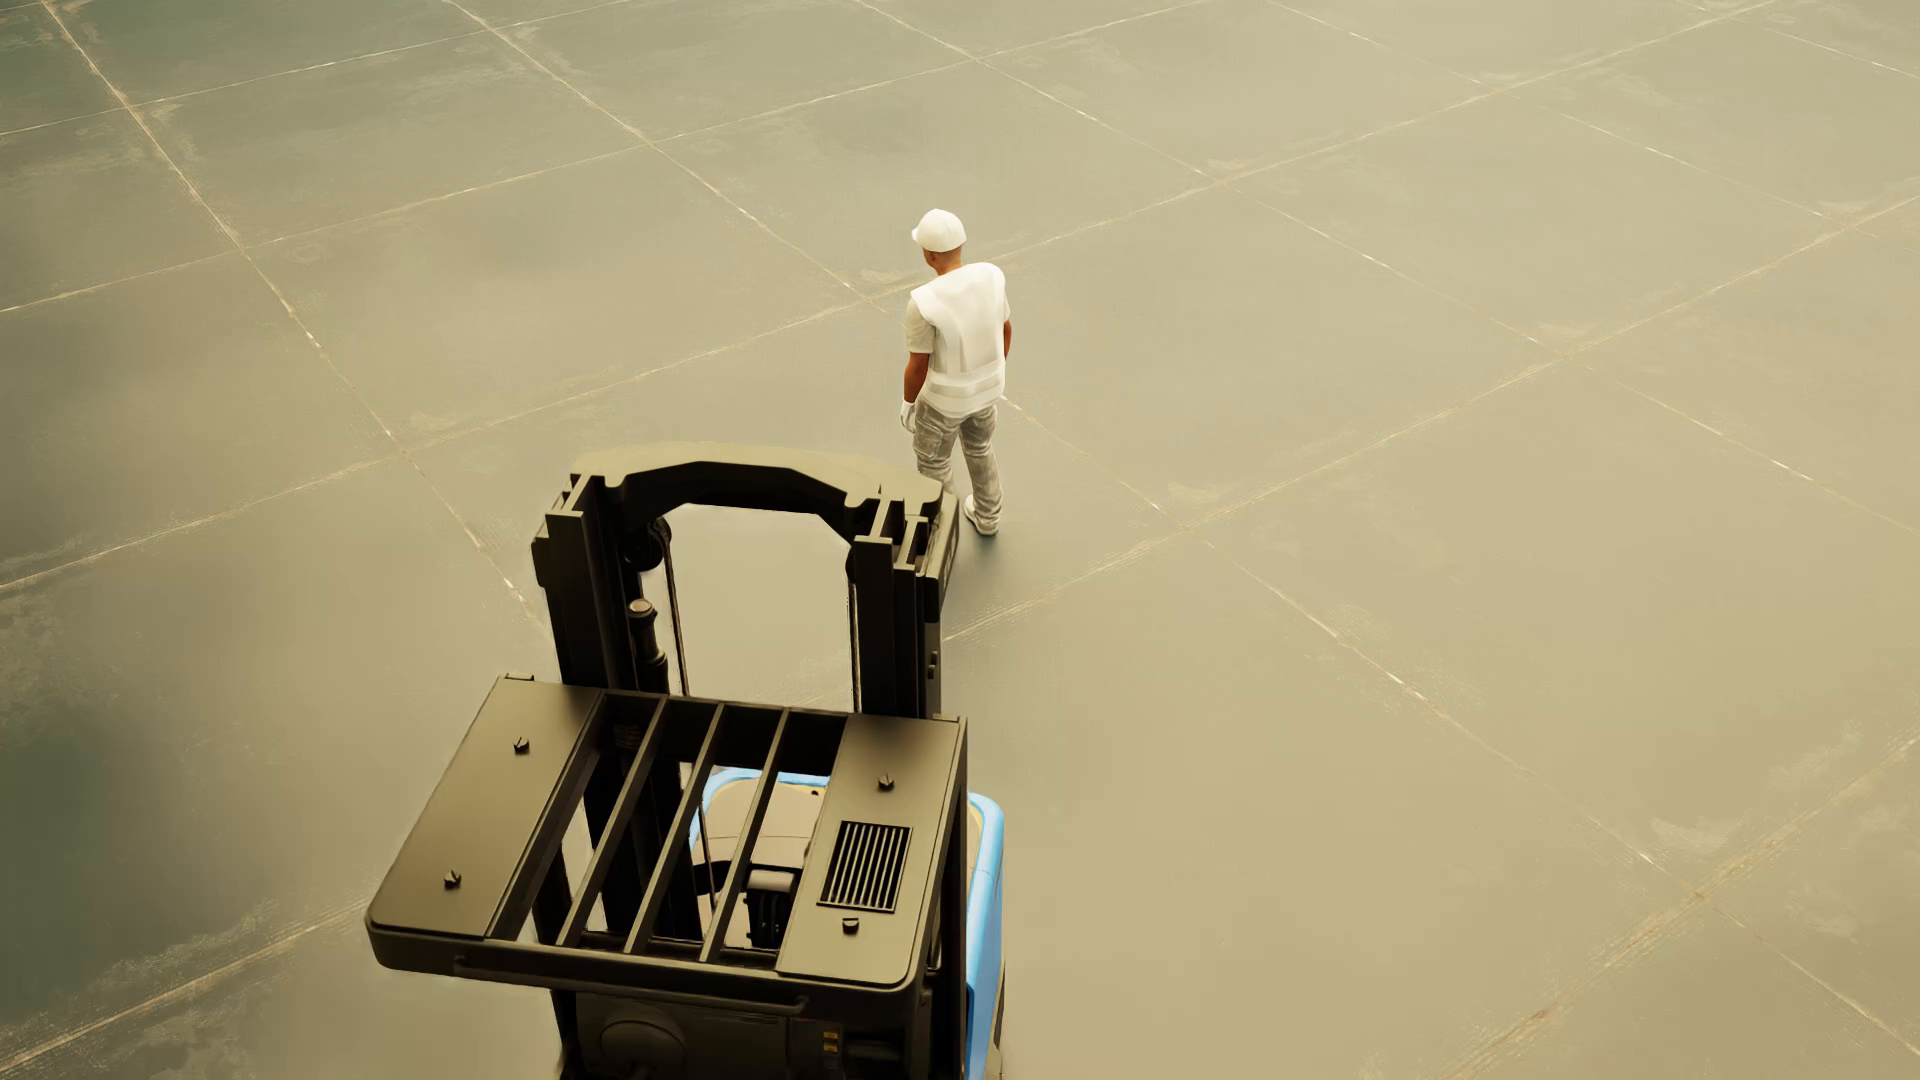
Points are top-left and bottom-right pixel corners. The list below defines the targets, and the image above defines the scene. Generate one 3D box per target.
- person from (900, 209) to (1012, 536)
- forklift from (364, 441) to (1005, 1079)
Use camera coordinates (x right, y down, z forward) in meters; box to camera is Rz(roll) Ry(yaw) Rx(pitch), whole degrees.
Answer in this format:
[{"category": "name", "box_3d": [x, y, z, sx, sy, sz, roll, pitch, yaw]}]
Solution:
[{"category": "person", "box_3d": [-0.028, -0.728, 7.906, 0.617, 1.773, 0.449, -24, 43, -29]}, {"category": "forklift", "box_3d": [-0.562, 1.351, 4.117, 1.130, 2.935, 3.031, 5, 37, 7]}]
